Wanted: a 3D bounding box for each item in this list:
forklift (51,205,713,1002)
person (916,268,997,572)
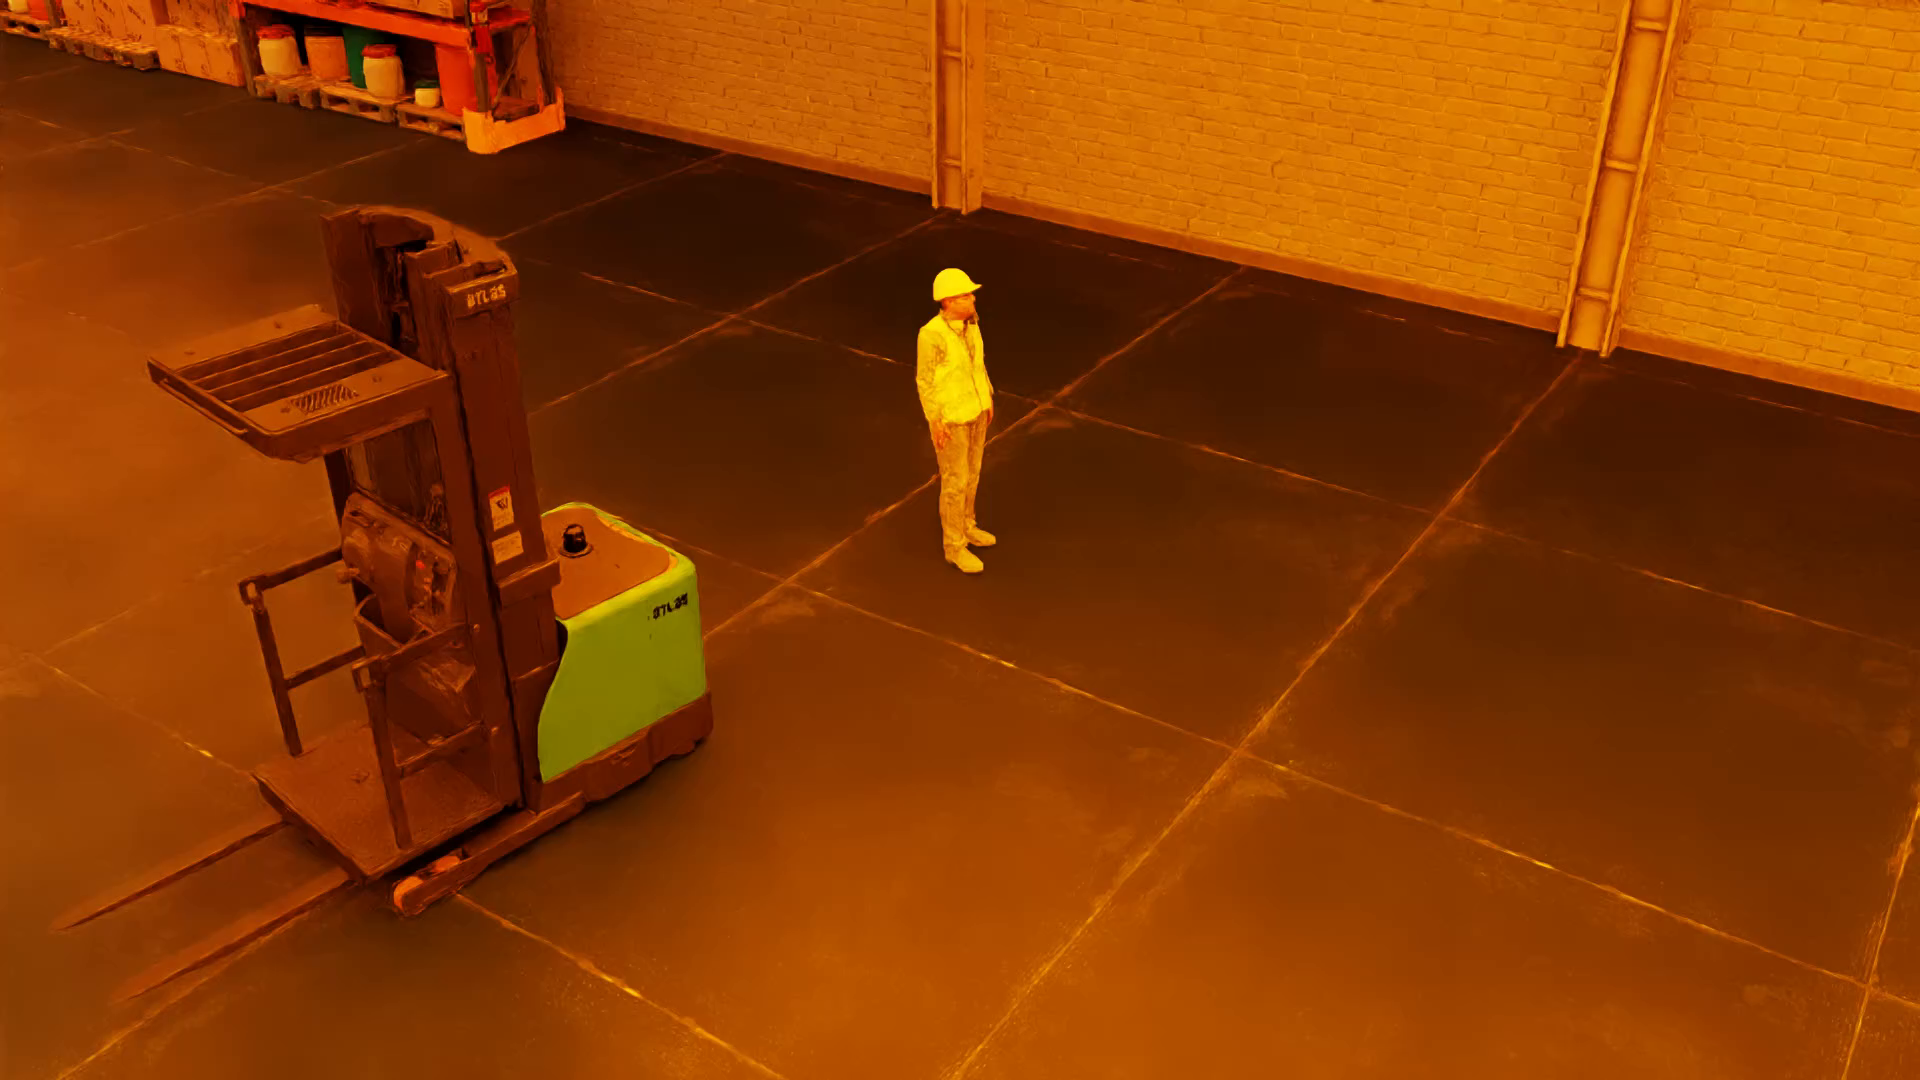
[{"bbox_3d":[-2.660,0.144,7.334,1.130,2.935,3.031,25,38,36],"label":"forklift"},{"bbox_3d":[0.047,-0.753,10.015,0.567,1.773,0.632,19,35,29],"label":"person"}]
